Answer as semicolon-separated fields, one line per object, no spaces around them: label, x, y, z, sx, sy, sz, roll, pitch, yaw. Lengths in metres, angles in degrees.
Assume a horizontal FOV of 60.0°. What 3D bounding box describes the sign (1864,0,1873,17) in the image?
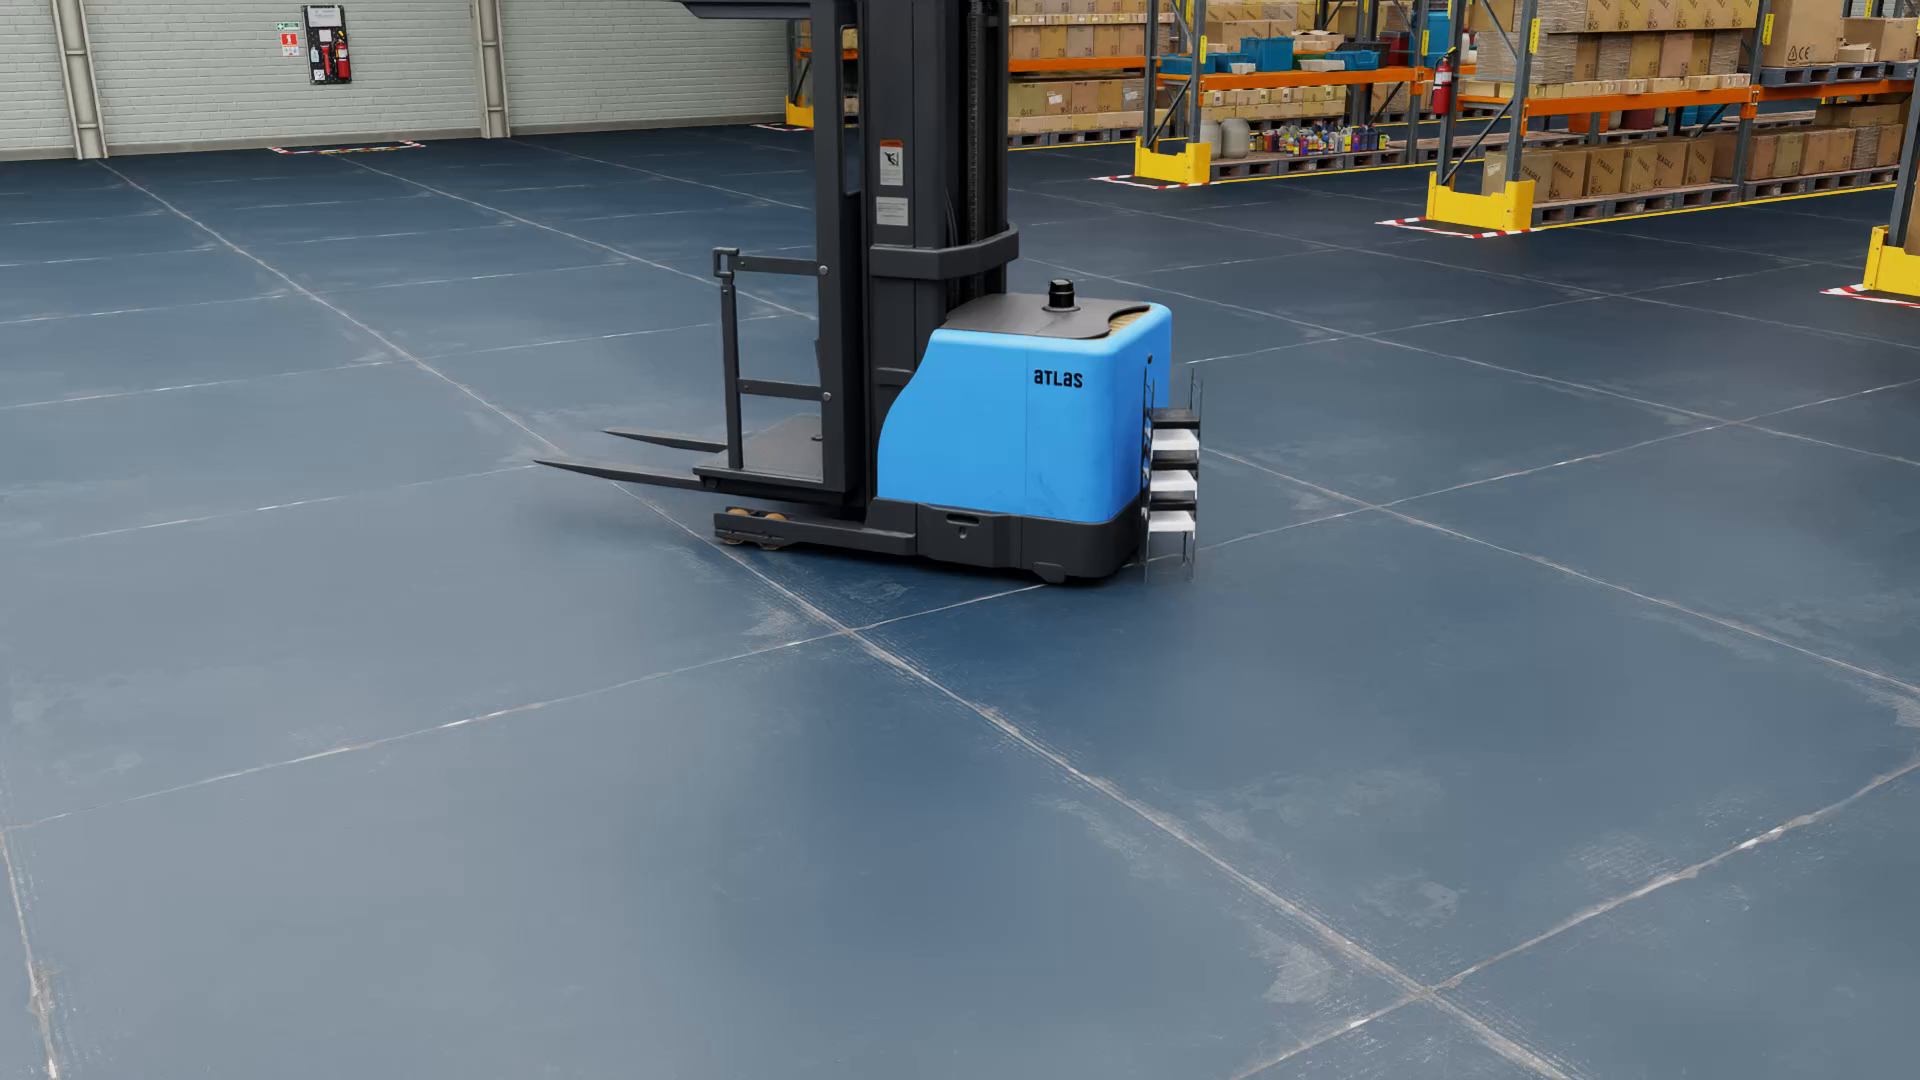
sign;11.814;-6.881;21.608;0.005;0.325;0.100;-12;22;-31

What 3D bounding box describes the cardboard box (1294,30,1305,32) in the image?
cardboard box;6.966;-10.569;34.684;0.250;0.149;0.380;-11;22;-30

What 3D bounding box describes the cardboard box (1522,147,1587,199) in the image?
cardboard box;6.452;-4.011;18.172;0.500;0.500;0.500;-6;20;-17

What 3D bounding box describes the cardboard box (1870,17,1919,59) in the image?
cardboard box;11.693;-6.325;20.960;0.500;0.500;0.500;-15;24;-38

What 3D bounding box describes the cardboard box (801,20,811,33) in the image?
cardboard box;-2.455;-9.184;29.259;0.500;0.500;0.500;-12;22;-32

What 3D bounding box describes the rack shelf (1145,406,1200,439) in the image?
rack shelf;0.901;-0.503;7.088;0.200;0.077;0.258;-1;19;-3

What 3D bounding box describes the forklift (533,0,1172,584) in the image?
forklift;-0.589;-1.488;7.570;3.031;2.935;1.130;7;20;21

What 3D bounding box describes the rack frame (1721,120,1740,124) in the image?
rack frame;12.739;-8.214;27.359;0.127;3.000;1.000;-12;22;-31

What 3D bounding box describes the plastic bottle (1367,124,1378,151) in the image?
plastic bottle;5.678;-5.568;22.981;0.185;0.351;0.144;-13;22;-33

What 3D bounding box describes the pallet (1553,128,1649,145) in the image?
pallet;10.034;-6.339;26.165;1.213;0.211;1.003;-12;22;-31

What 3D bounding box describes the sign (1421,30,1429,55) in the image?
sign;6.351;-6.787;22.705;0.005;0.325;0.100;-12;22;-31

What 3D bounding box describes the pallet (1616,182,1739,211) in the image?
pallet;8.240;-4.032;19.341;1.213;0.211;1.003;-12;22;-31

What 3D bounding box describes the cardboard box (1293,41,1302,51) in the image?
cardboard box;5.643;-8.477;28.527;0.250;0.149;0.380;-10;21;-27

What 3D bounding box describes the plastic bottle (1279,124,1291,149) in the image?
plastic bottle;4.487;-5.587;23.035;0.185;0.351;0.144;-11;22;-29

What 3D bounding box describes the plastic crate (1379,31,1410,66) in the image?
plastic crate;6.294;-7.003;23.675;0.583;0.464;0.402;-12;22;-31

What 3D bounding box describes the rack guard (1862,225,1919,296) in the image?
rack guard;8.064;-2.243;13.599;0.348;0.500;1.175;-12;22;-31

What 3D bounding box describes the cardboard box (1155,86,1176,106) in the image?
cardboard box;3.517;-7.441;27.833;0.500;0.311;0.500;-12;22;-31

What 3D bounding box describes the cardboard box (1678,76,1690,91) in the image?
cardboard box;7.879;-5.093;18.518;0.250;0.149;0.380;-12;22;-31

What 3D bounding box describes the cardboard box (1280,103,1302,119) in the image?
cardboard box;5.522;-7.394;28.571;0.500;0.250;0.500;-11;22;-30

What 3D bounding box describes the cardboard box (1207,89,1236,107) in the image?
cardboard box;4.240;-7.386;27.670;0.500;0.311;0.500;-12;22;-32

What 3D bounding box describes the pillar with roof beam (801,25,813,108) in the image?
pillar with roof beam;-0.255;-10.796;25.627;0.400;9.000;9.100;-12;22;-31

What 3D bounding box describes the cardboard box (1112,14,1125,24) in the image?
cardboard box;2.376;-8.202;26.152;0.250;0.149;0.380;-12;22;-32

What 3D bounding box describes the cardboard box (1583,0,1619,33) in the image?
cardboard box;6.472;-5.548;17.290;0.500;0.500;0.500;-12;22;-31

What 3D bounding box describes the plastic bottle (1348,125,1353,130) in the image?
plastic bottle;5.550;-5.782;23.738;0.097;0.271;0.097;0;19;0

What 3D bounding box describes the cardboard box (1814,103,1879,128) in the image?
cardboard box;11.142;-5.342;20.909;0.500;0.250;0.500;-9;21;-25

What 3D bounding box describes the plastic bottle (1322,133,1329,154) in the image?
plastic bottle;4.942;-5.366;22.507;0.097;0.271;0.097;0;19;0

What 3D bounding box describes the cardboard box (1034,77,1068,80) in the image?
cardboard box;1.525;-7.120;26.588;0.500;0.500;0.500;-12;22;-31

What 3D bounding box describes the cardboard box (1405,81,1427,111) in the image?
cardboard box;8.070;-8.044;30.071;0.500;0.500;0.500;-12;22;-32

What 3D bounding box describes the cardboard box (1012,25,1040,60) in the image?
cardboard box;0.829;-7.646;25.522;0.500;0.500;0.700;-11;22;-30

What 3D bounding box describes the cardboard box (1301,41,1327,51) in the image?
cardboard box;6.078;-8.484;28.549;0.250;0.149;0.380;-12;22;-31

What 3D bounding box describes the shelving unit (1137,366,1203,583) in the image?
shelving unit;0.901;-0.279;7.164;0.210;0.900;0.258;-1;19;-3

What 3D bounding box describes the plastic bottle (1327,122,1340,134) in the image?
plastic bottle;5.235;-5.689;23.338;0.185;0.351;0.144;-12;22;-31

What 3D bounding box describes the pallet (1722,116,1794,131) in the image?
pallet;13.332;-7.033;28.219;1.213;0.211;1.003;-12;22;-31

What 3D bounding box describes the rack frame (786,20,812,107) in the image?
rack frame;-2.732;-8.751;28.945;0.127;3.000;1.000;-12;22;-31

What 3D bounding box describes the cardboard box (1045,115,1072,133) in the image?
cardboard box;1.399;-6.535;26.028;0.500;0.250;0.500;-12;22;-31

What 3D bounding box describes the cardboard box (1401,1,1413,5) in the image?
cardboard box;9.609;-11.487;36.572;0.700;0.700;0.980;-12;22;-32

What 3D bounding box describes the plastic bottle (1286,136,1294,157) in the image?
plastic bottle;4.403;-5.253;22.171;0.097;0.271;0.097;0;19;0

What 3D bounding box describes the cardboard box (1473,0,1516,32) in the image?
cardboard box;5.764;-5.601;17.446;0.500;0.500;0.500;-12;22;-31

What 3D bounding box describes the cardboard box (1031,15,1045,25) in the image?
cardboard box;1.082;-7.927;25.340;0.250;0.149;0.380;-12;22;-32

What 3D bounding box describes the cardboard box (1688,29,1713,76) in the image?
cardboard box;7.935;-5.527;18.790;0.500;0.500;0.875;-12;22;-31

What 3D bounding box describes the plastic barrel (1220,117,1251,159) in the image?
plastic barrel;3.643;-5.346;22.102;0.421;0.512;0.421;0;19;0

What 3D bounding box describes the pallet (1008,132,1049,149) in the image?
pallet;0.611;-6.251;25.906;1.213;0.211;1.003;-12;22;-31

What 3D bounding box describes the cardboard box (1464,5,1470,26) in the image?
cardboard box;8.960;-9.625;30.718;0.500;0.500;0.700;-8;20;-23

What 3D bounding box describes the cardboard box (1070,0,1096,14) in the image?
cardboard box;1.712;-8.448;25.867;0.500;0.500;0.700;-12;22;-31

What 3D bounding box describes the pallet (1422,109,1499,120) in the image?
pallet;9.359;-8.065;31.273;1.213;0.211;1.003;-12;22;-31

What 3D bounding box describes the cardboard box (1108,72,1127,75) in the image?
cardboard box;2.883;-8.984;32.850;0.500;0.500;0.700;-12;22;-31

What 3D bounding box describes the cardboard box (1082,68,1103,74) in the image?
cardboard box;2.440;-9.223;32.387;0.500;0.250;0.500;-12;22;-32

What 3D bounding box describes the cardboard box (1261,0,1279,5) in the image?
cardboard box;6.183;-11.089;34.040;0.500;0.250;0.500;-11;22;-30

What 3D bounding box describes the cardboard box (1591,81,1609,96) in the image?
cardboard box;6.657;-4.814;17.693;0.250;0.149;0.380;-12;22;-31

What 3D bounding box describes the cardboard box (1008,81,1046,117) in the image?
cardboard box;0.983;-6.801;25.646;0.500;0.500;0.500;-12;22;-31

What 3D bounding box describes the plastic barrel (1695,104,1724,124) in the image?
plastic barrel;12.275;-7.328;27.358;0.708;0.901;0.600;-12;22;-31

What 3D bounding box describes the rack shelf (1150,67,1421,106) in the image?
rack shelf;4.387;-6.112;22.264;4.000;0.370;1.077;-12;22;-31

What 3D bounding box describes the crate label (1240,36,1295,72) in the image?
crate label;4.105;-6.514;22.274;0.616;0.435;0.502;-12;22;-31

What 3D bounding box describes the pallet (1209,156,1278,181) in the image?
pallet;3.436;-4.947;22.049;1.213;0.211;1.003;-12;22;-31

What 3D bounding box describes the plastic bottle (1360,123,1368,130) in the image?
plastic bottle;5.599;-5.607;23.095;0.185;0.351;0.144;-12;22;-31

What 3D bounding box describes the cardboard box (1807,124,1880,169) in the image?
cardboard box;11.118;-4.985;21.022;0.500;0.500;0.700;-14;23;-36

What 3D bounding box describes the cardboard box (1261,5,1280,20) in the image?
cardboard box;6.199;-10.735;34.162;0.500;0.500;0.500;-12;22;-31
